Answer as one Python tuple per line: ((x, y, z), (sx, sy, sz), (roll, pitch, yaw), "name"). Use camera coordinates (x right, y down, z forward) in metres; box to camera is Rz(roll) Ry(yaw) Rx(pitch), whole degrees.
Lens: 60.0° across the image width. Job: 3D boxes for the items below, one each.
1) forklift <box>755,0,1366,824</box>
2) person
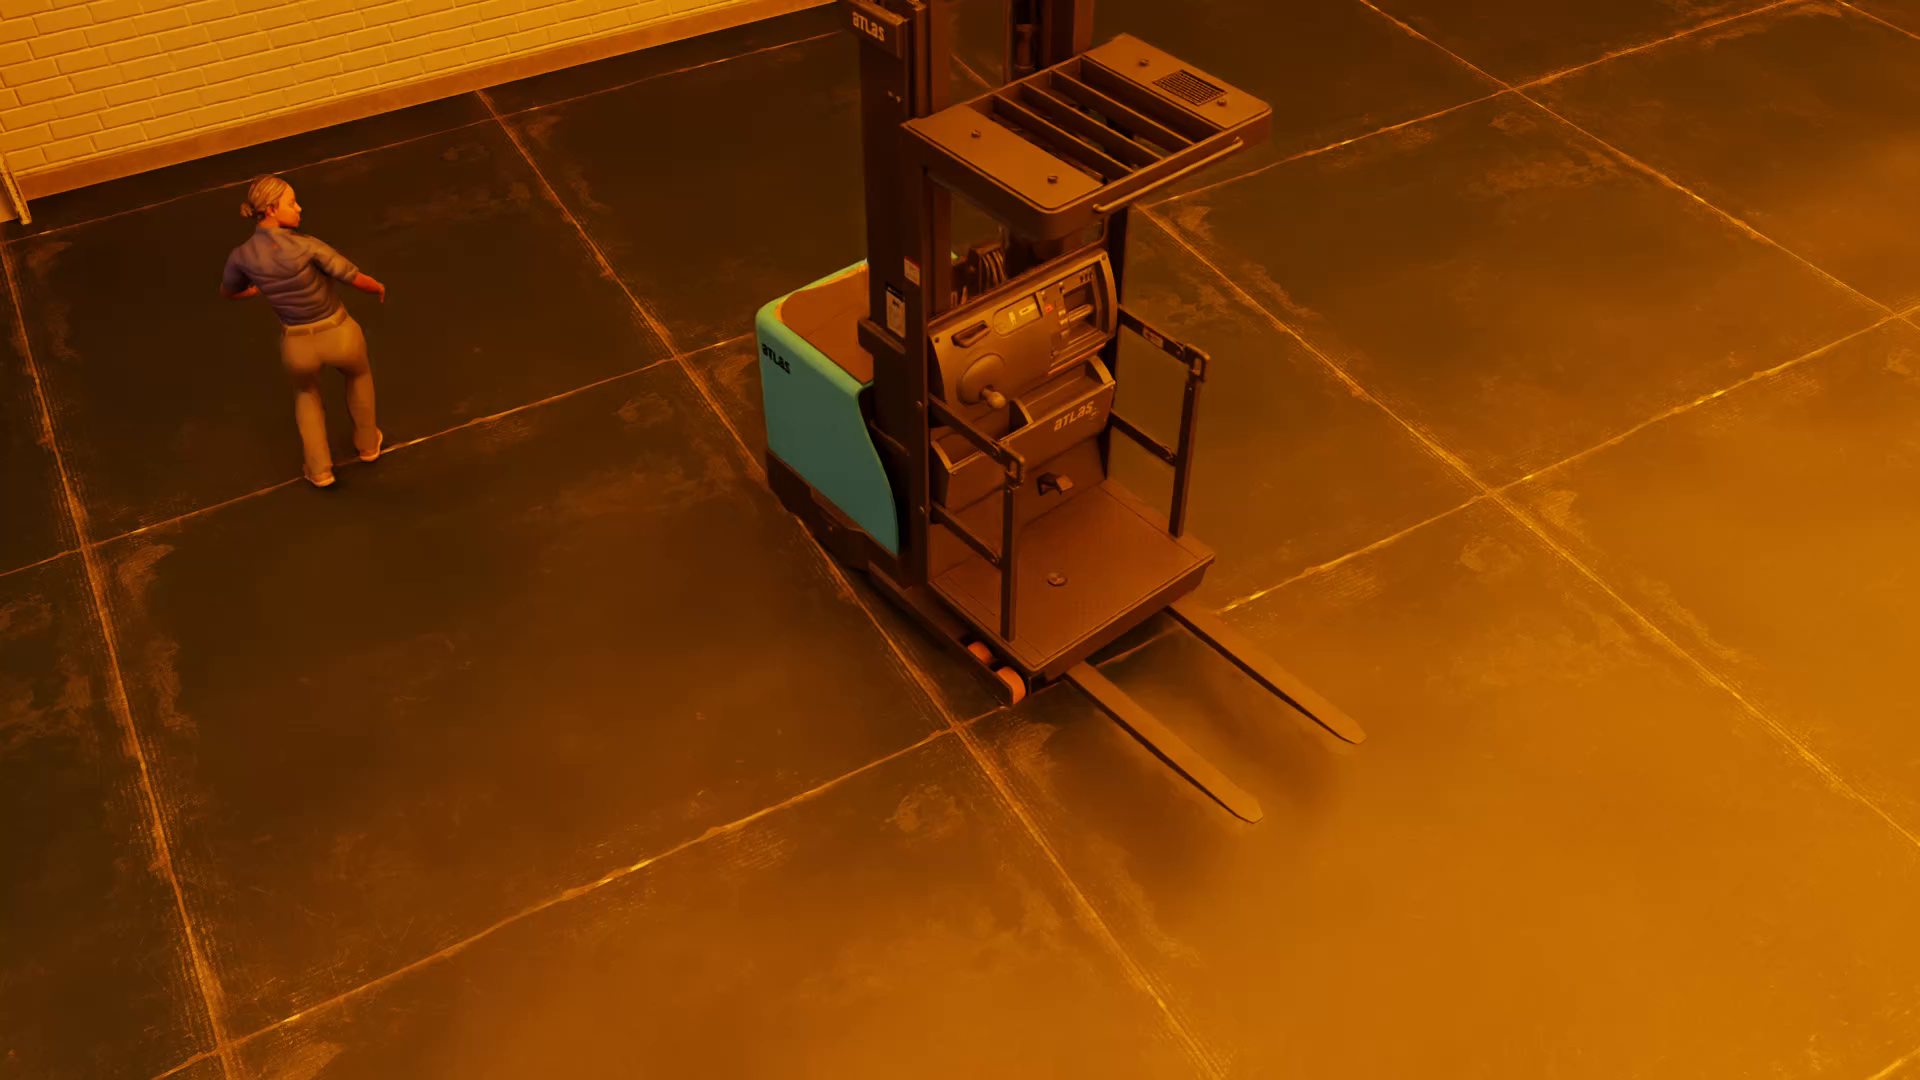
((0.403, -0.760, 6.518), (1.130, 2.935, 3.031), (-30, 50, -28), "forklift")
((-3.027, -1.001, 7.796), (0.695, 1.607, 0.618), (-8, 43, -9), "person")
